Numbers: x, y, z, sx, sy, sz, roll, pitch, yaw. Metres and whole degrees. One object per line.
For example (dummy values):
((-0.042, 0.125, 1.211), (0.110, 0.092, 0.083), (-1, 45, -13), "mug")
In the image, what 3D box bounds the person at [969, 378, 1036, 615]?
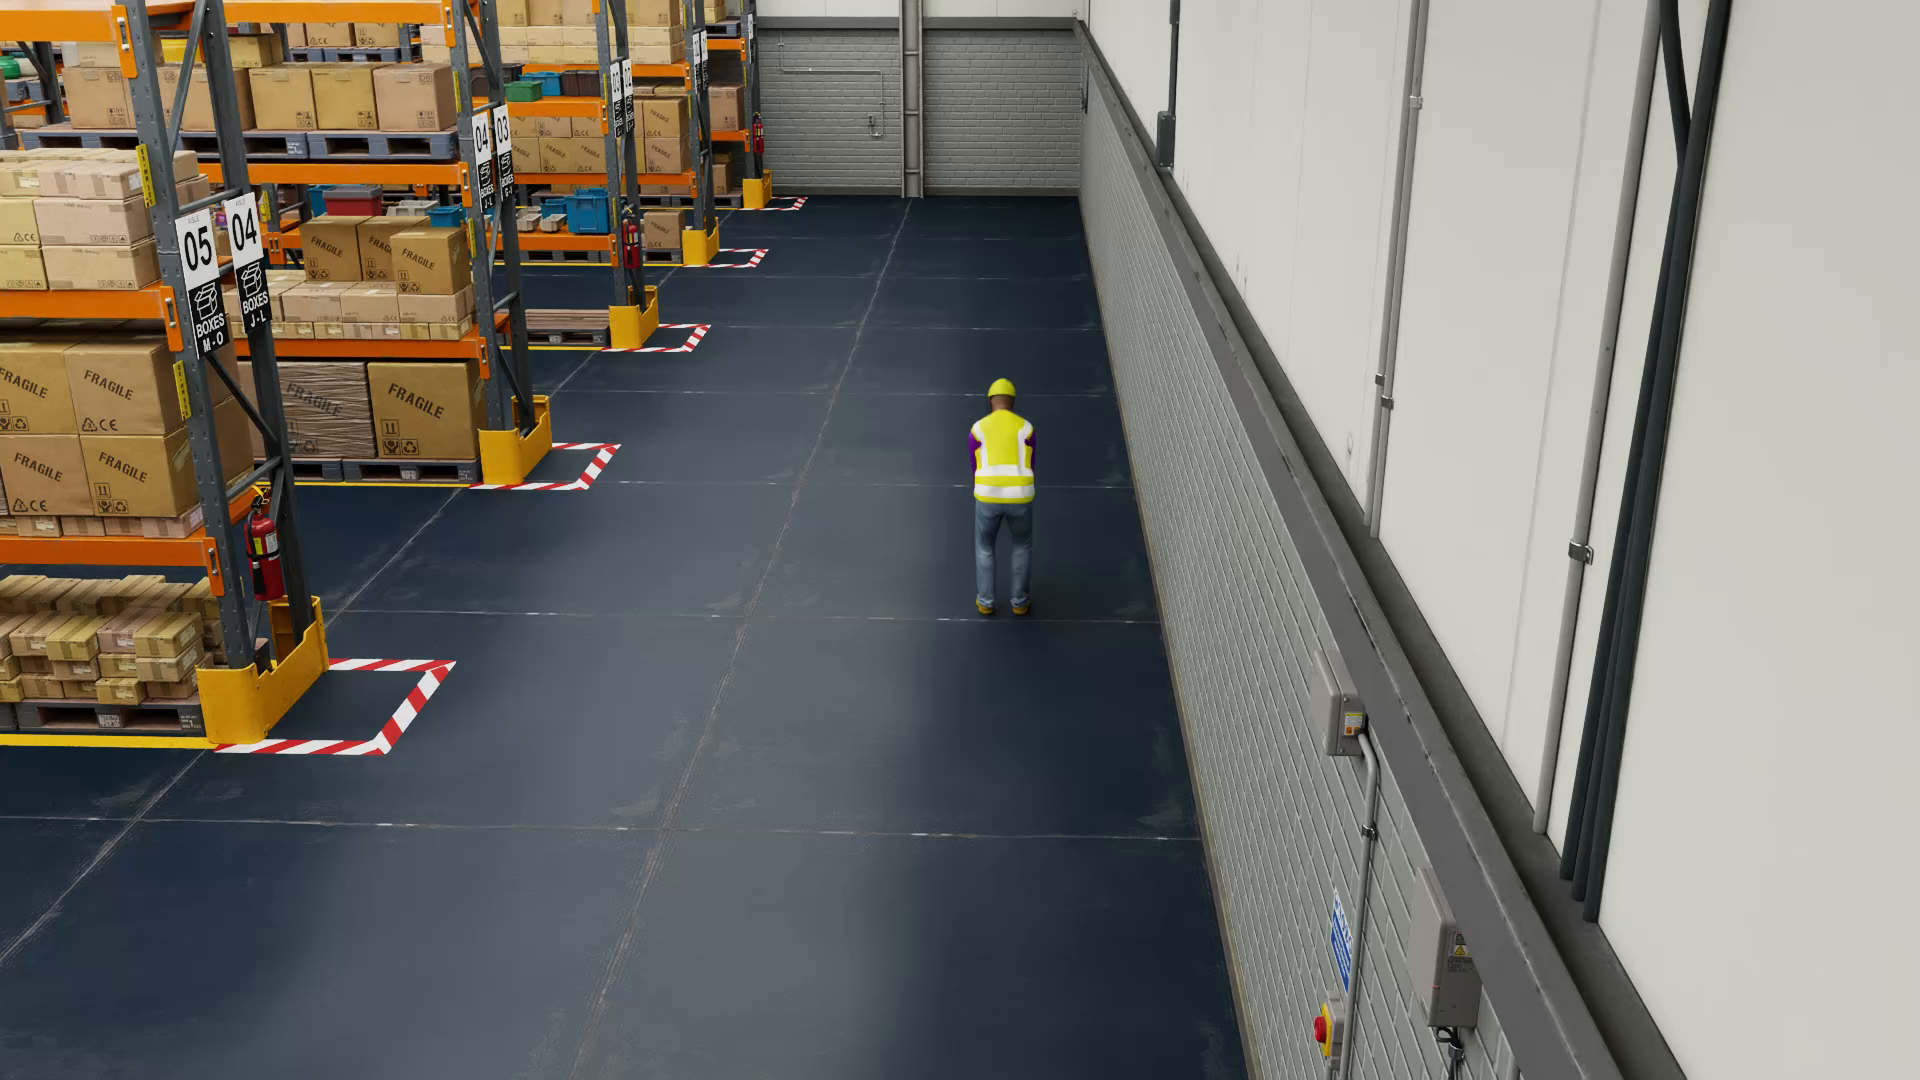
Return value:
((0.304, -0.319, 12.045), (0.483, 1.657, 0.693), (0, 21, 1), "person")
